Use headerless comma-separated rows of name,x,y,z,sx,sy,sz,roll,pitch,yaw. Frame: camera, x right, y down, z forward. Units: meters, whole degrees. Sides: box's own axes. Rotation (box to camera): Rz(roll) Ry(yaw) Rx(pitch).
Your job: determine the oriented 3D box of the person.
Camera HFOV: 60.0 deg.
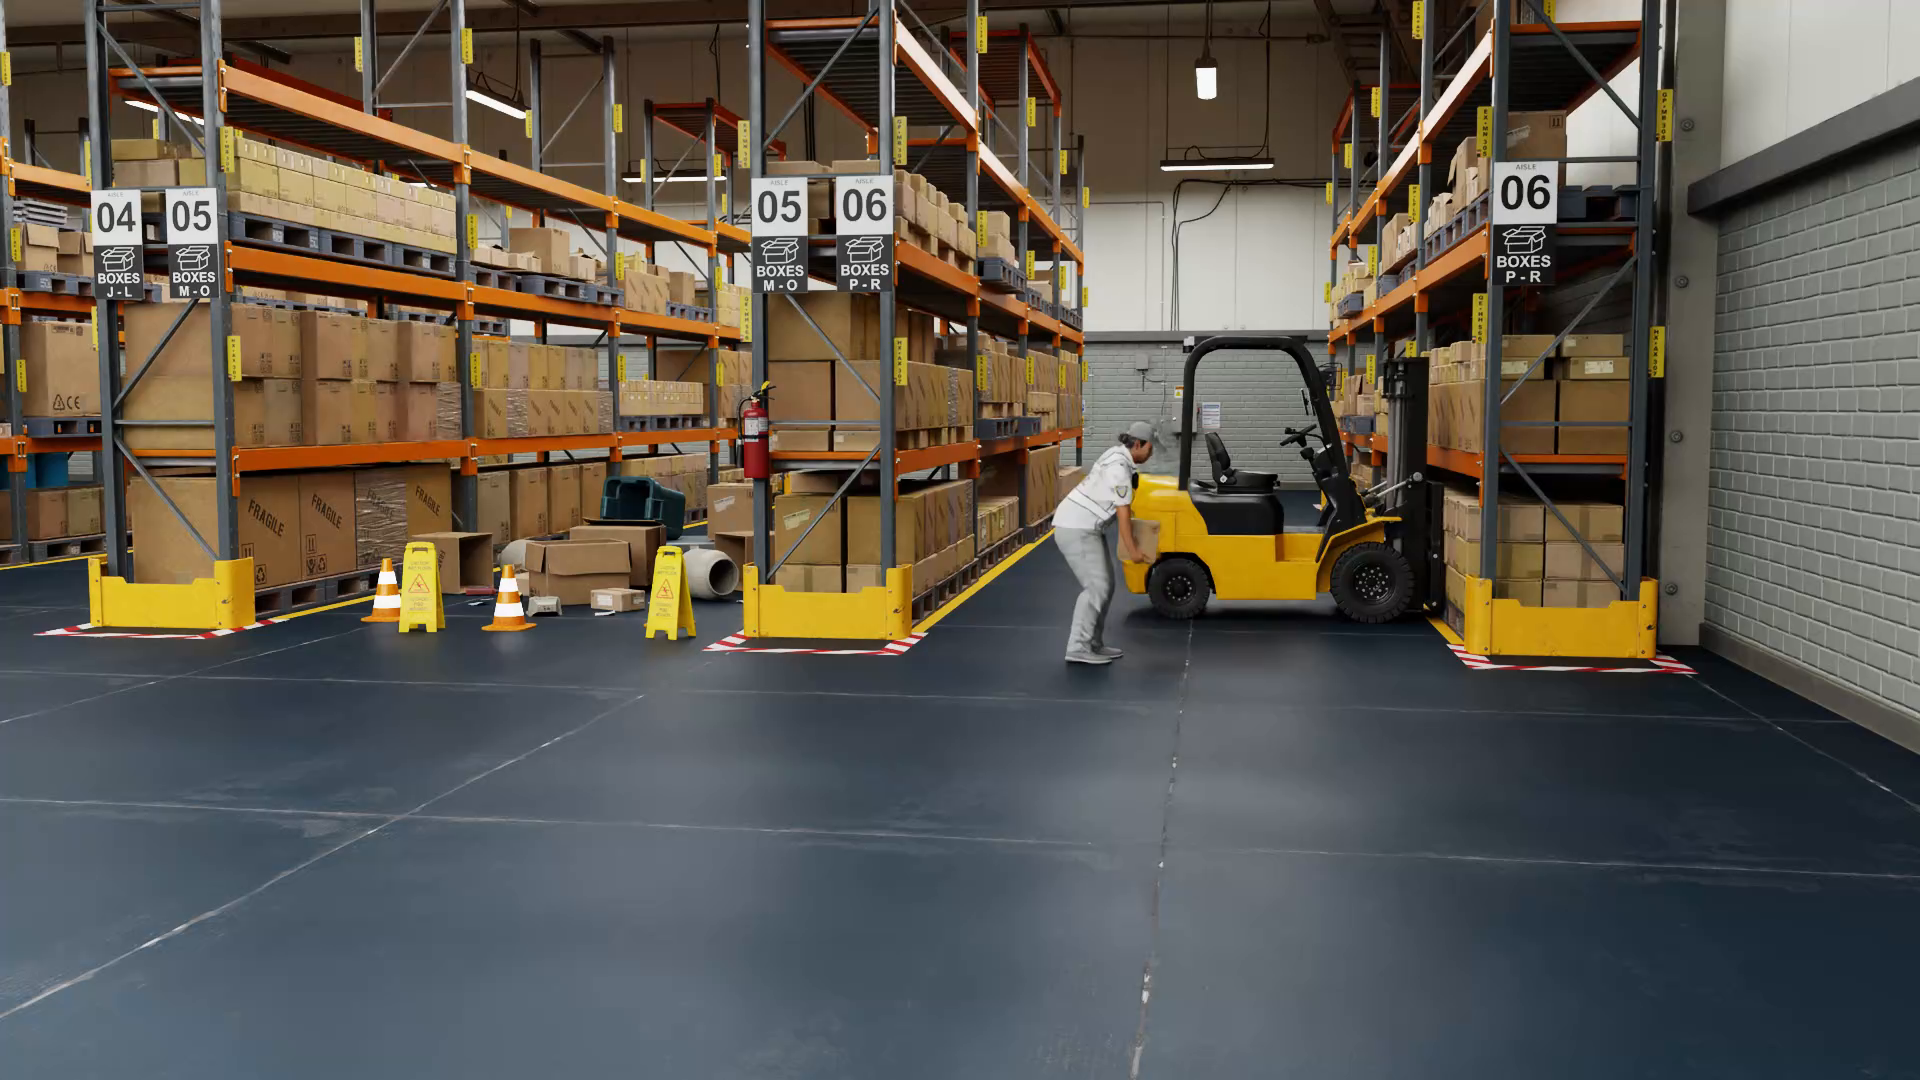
person,0.950,0.011,10.618,0.730,1.536,0.455,1,5,7
